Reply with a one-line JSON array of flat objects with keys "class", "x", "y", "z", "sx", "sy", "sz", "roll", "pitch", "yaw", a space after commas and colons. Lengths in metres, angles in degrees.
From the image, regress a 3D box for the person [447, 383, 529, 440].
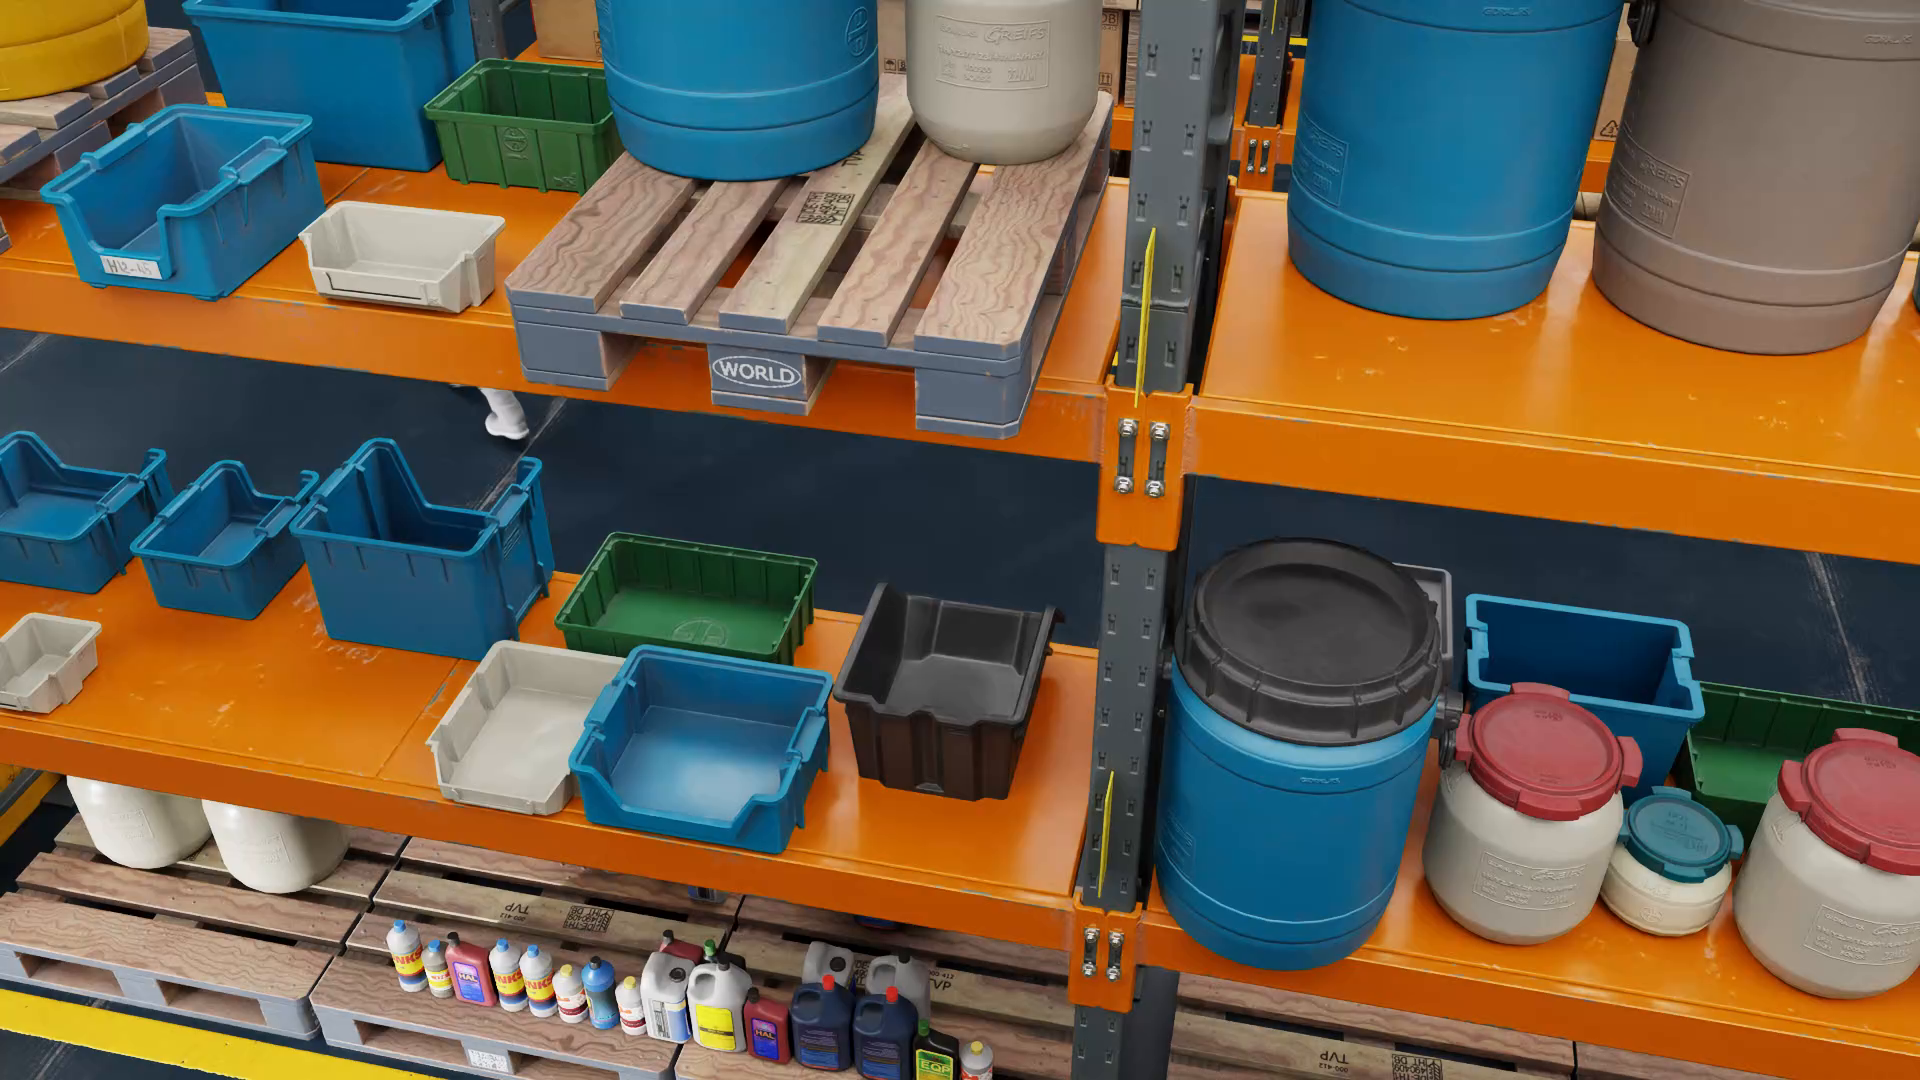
[{"class": "person", "x": -2.452, "y": -1.325, "z": 7.888, "sx": 0.958, "sy": 1.630, "sz": 0.482, "roll": 24, "pitch": 43, "yaw": 28}]
